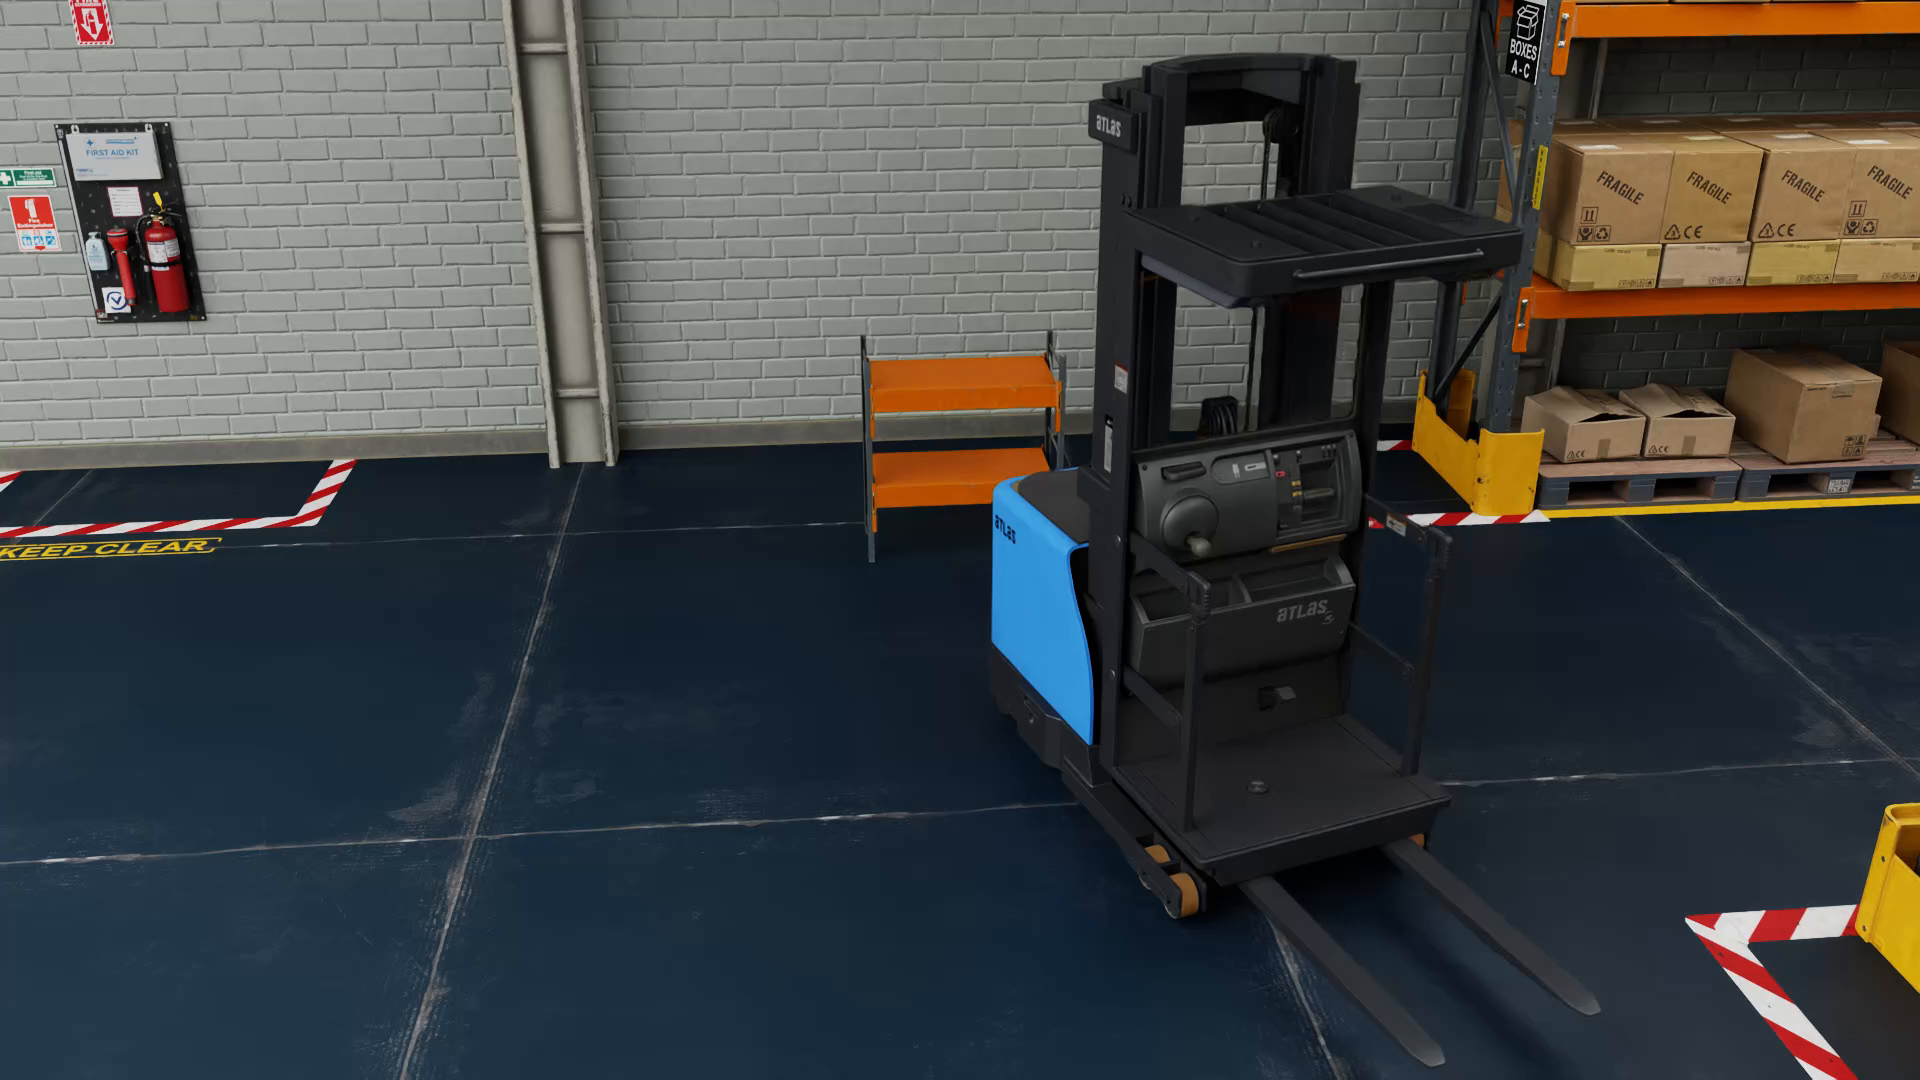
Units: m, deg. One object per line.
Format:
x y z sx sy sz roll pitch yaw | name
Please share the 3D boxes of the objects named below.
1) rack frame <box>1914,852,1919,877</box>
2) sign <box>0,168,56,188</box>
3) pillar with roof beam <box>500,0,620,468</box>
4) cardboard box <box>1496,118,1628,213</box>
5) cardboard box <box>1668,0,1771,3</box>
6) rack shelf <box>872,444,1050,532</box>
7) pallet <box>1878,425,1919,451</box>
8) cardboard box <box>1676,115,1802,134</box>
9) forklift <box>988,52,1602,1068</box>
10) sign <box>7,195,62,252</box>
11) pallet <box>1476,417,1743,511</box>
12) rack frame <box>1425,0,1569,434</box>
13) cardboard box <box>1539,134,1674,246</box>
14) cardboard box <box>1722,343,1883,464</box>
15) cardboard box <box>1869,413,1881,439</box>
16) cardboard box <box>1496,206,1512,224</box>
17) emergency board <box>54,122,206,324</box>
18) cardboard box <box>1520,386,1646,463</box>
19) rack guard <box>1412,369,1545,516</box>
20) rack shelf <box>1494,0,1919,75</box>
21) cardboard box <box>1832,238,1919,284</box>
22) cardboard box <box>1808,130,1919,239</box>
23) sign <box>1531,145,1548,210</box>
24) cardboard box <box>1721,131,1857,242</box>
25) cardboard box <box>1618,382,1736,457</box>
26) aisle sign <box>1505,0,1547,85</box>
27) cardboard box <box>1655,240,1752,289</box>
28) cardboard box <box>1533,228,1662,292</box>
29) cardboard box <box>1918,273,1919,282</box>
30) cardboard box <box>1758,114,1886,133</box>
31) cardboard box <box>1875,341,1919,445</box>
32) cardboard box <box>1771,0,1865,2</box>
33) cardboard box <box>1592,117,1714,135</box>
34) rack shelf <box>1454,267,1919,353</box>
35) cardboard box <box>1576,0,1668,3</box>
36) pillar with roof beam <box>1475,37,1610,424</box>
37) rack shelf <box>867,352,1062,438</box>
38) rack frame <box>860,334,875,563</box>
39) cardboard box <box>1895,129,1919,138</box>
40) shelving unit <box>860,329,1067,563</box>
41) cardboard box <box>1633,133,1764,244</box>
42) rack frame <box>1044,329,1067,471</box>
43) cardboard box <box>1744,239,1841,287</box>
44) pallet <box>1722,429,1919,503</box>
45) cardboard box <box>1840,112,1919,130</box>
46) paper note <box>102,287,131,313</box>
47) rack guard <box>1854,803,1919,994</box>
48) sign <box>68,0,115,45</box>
3.507 0.257 4.979 0.127 3.000 1.000 -2 24 -5 | rack frame
-5.361 -2.075 9.528 0.331 0.109 0.001 -2 24 -5 | sign
-1.920 -2.885 4.661 0.400 9.000 9.100 -2 24 -5 | pillar with roof beam
3.465 -2.133 9.593 0.500 0.500 0.500 -3 24 -6 | cardboard box
3.912 -3.090 8.668 0.500 0.500 0.500 -1 24 -2 | cardboard box
0.007 -0.291 9.121 1.000 0.278 0.538 -2 24 -5 | rack shelf
6.332 -0.590 10.317 1.213 0.211 1.003 -2 24 -5 | pallet
4.481 -2.172 9.680 0.500 0.500 0.500 -3 24 -7 | cardboard box
1.161 -0.144 5.965 1.130 2.935 3.031 -10 26 -21 | forklift
-5.366 -1.836 9.644 0.234 0.329 0.001 -2 24 -5 | sign
3.904 -0.492 10.097 1.213 0.211 1.003 -2 24 -5 | pallet
3.016 -1.745 9.483 0.127 3.000 1.000 -2 24 -5 | rack frame
3.521 -1.926 9.127 0.500 0.500 0.500 -2 24 -5 | cardboard box
5.016 -0.827 9.954 0.500 0.500 0.700 -4 24 -8 | cardboard box
5.403 -0.747 10.207 0.250 0.149 0.380 -4 24 -9 | cardboard box
3.463 -1.783 9.728 0.500 0.250 0.500 -2 24 -4 | cardboard box
-4.806 -1.800 9.607 0.643 1.169 0.194 -2 24 -5 | emergency board
3.714 -0.709 9.920 0.500 0.311 0.500 -5 24 -11 | cardboard box
3.092 -0.606 9.998 0.348 0.500 1.175 -2 24 -5 | rack guard
5.007 -2.867 9.200 4.000 0.370 1.077 -2 24 -5 | rack shelf
5.059 -1.641 9.408 0.500 0.250 0.500 -2 24 -5 | cardboard box
5.041 -1.985 9.260 0.500 0.500 0.500 -2 24 -3 | cardboard box
3.070 -1.922 8.814 0.005 0.325 0.100 -2 24 -5 | sign
4.529 -1.960 9.203 0.500 0.500 0.500 -3 24 -7 | cardboard box
4.281 -0.732 9.972 0.500 0.311 0.500 0 24 -1 | cardboard box
2.974 -2.809 8.676 0.004 0.787 0.394 -2 24 -5 | aisle sign
4.049 -1.603 9.325 0.500 0.250 0.500 -3 24 -7 | cardboard box
3.533 -1.577 9.265 0.500 0.250 0.500 -3 24 -7 | cardboard box
5.560 -1.661 9.454 0.500 0.250 0.500 -2 24 -5 | cardboard box
4.982 -2.192 9.725 0.500 0.500 0.500 -2 24 -4 | cardboard box
5.968 -0.906 10.131 0.500 0.500 0.500 -4 24 -9 | cardboard box
4.428 -3.112 8.719 0.500 0.500 0.500 -1 24 -3 | cardboard box
3.967 -2.149 9.629 0.500 0.500 0.500 -2 24 -4 | cardboard box
5.007 -1.496 9.809 4.000 0.370 1.077 -2 24 -5 | rack shelf
3.374 -3.083 8.652 0.500 0.500 0.500 -2 24 -4 | cardboard box
4.051 -3.124 5.200 0.400 9.000 9.100 -2 24 -5 | pillar with roof beam
0.007 -0.782 8.903 1.000 0.278 0.538 -2 24 -5 | rack shelf
-0.499 -0.494 8.976 0.032 1.125 0.500 -2 24 -5 | rack frame
5.559 -2.006 9.308 0.500 0.500 0.500 -3 24 -7 | cardboard box
0.007 -0.514 9.022 1.048 1.125 0.538 -2 24 -5 | shelving unit
4.014 -1.942 9.162 0.500 0.500 0.500 -2 24 -5 | cardboard box
0.513 -0.535 9.068 0.032 1.125 0.500 -2 24 -5 | rack frame
4.556 -1.621 9.365 0.500 0.250 0.500 -3 24 -6 | cardboard box
5.115 -0.540 10.204 1.213 0.211 1.003 -2 24 -5 | pallet
5.497 -2.217 9.782 0.500 0.500 0.500 -2 24 -4 | cardboard box
-4.989 -1.418 9.833 0.142 0.148 0.016 -2 24 -5 | paper note
3.483 1.400 5.485 0.348 0.500 1.175 -2 24 -5 | rack guard
-4.824 -2.899 9.226 0.199 0.298 0.001 -2 24 -5 | sign
